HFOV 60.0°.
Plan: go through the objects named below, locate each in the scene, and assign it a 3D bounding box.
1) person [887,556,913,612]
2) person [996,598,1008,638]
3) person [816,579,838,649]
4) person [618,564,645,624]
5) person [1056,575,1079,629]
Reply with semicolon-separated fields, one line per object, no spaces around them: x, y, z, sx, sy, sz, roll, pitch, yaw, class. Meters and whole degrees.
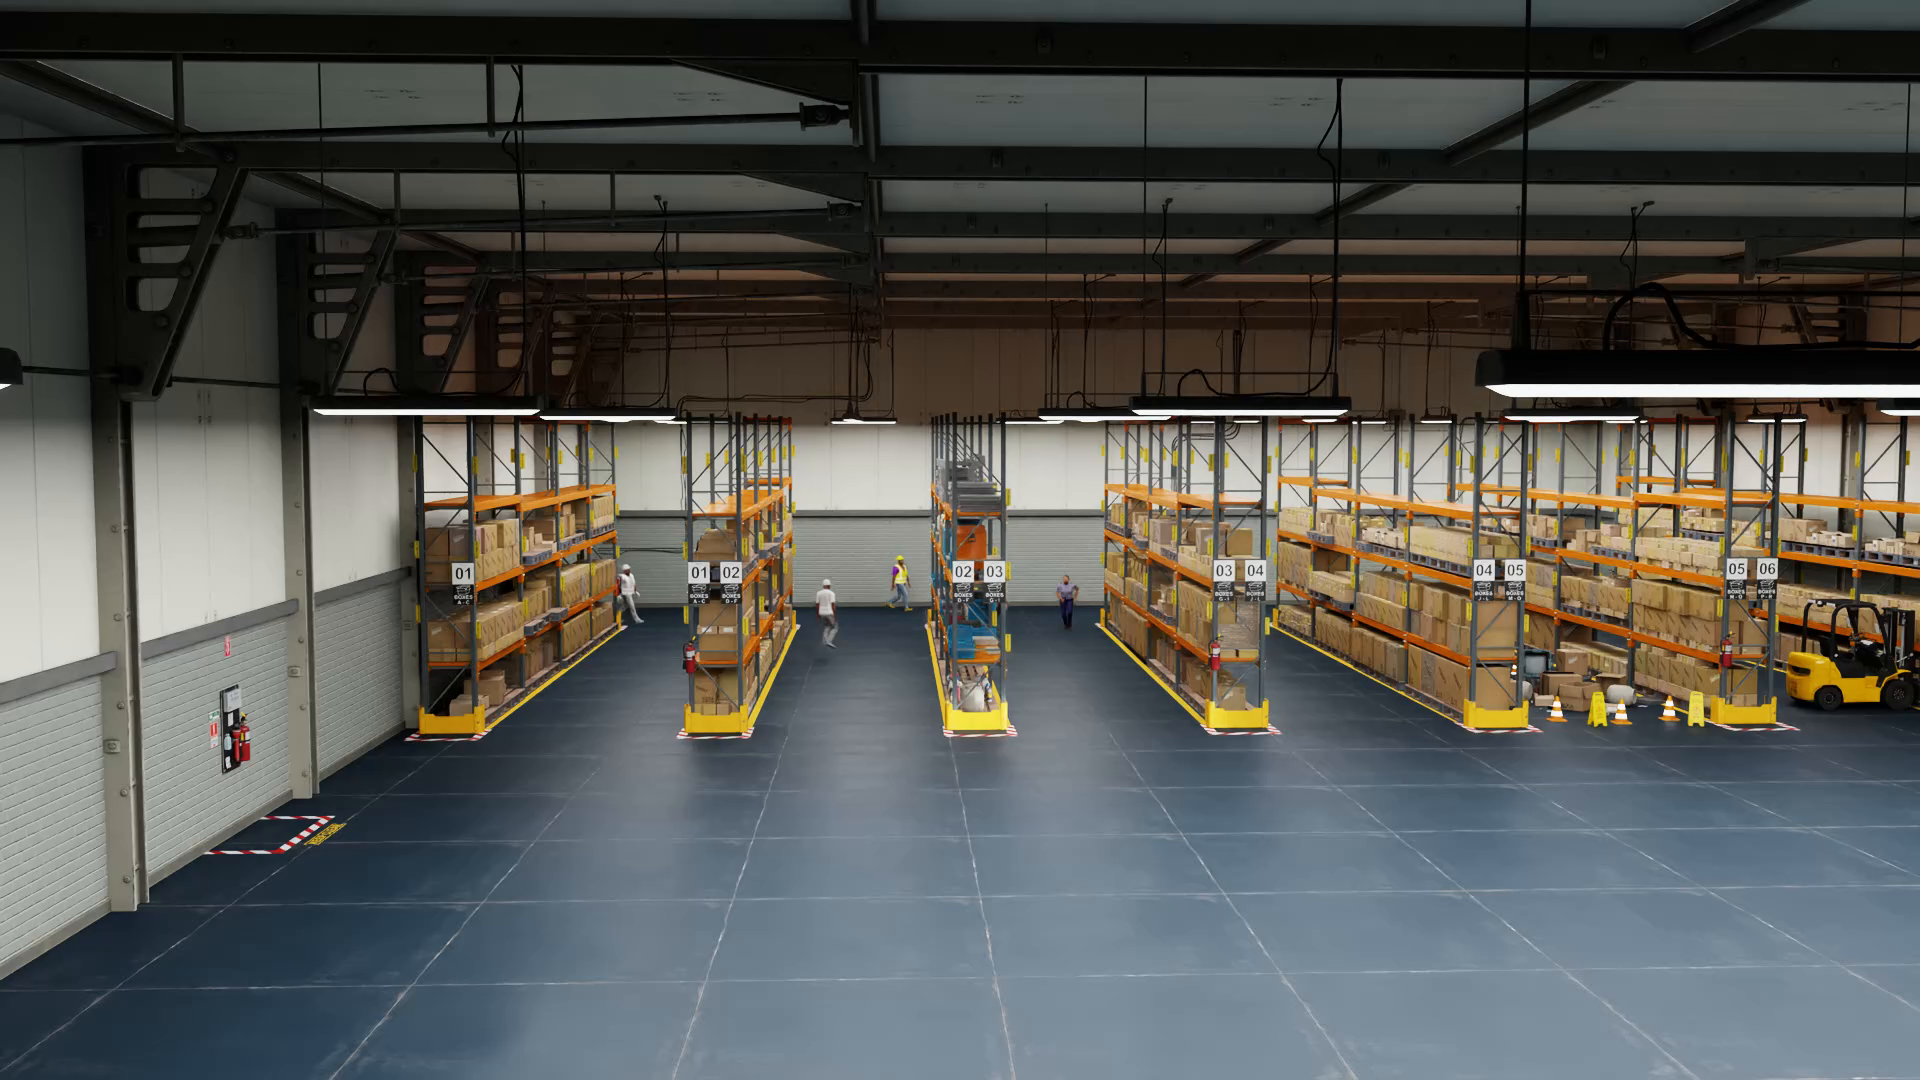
-1.842;1.344;51.580;0.946;1.733;0.542;2;4;24;person
0.950;1.777;45.019;0.597;1.726;1.160;-1;4;-18;person
-3.323;1.844;41.518;0.608;1.722;0.527;2;4;26;person
-9.555;1.567;48.125;1.043;1.736;0.606;1;4;19;person
3.038;1.750;46.950;0.642;1.562;0.748;1;4;8;person
